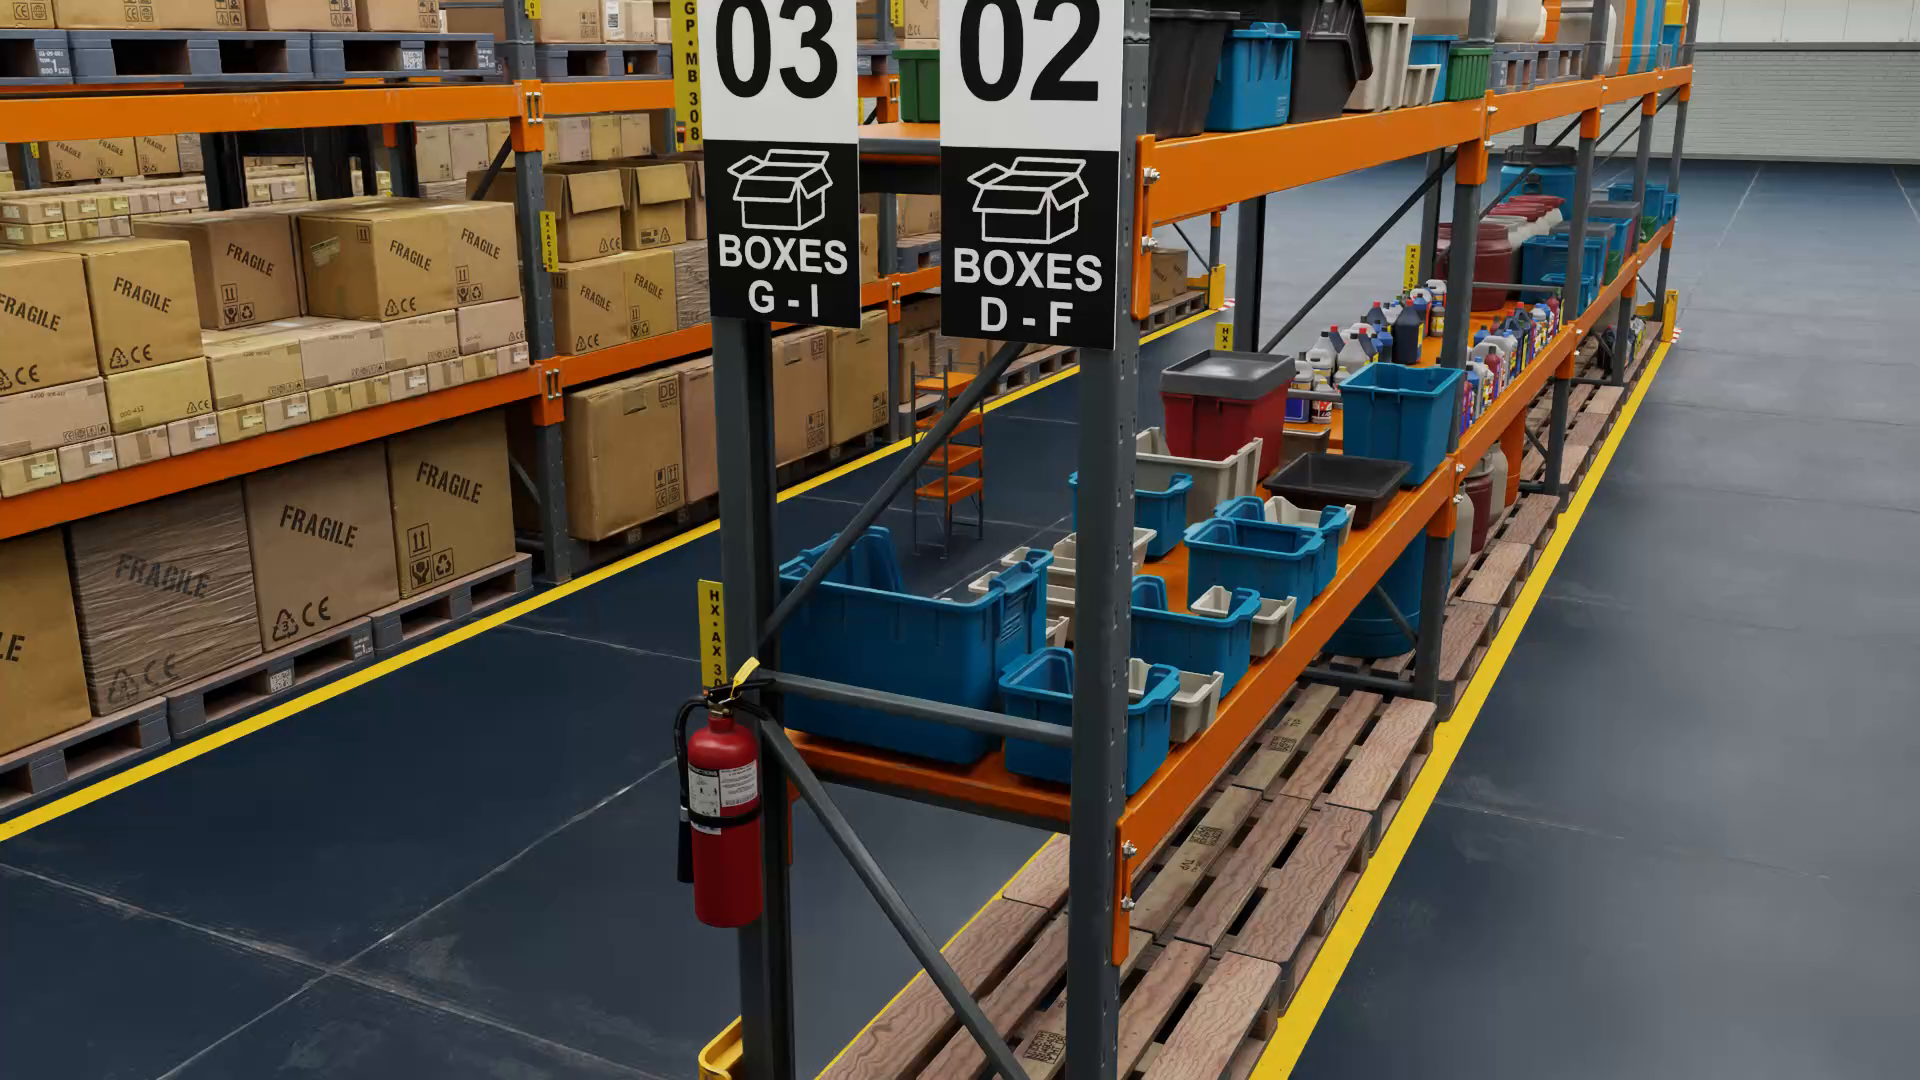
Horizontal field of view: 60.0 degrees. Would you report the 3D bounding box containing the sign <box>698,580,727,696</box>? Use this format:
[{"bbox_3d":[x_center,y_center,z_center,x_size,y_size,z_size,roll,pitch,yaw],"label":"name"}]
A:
[{"bbox_3d":[-0.597,0.259,4.097,0.100,0.325,0.005,8,18,25],"label":"sign"}]

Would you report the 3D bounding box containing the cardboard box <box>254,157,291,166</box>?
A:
[{"bbox_3d":[-8.253,-4.663,19.519,0.500,0.500,0.500,8,18,26],"label":"cardboard box"}]

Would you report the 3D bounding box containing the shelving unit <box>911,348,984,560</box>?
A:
[{"bbox_3d":[-0.074,-0.533,10.212,0.258,1.200,0.503,8,18,25],"label":"shelving unit"}]

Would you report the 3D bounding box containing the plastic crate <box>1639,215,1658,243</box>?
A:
[{"bbox_3d":[6.124,-2.862,15.263,0.450,0.188,0.662,8,18,25],"label":"plastic crate"}]

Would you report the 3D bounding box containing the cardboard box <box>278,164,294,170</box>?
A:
[{"bbox_3d":[-8.148,-4.394,19.753,0.380,0.149,0.250,8,18,24],"label":"cardboard box"}]

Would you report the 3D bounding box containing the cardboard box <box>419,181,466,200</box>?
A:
[{"bbox_3d":[-4.903,-3.049,15.347,0.500,0.500,0.500,8,18,26],"label":"cardboard box"}]

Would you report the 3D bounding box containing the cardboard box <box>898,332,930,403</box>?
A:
[{"bbox_3d":[-0.672,-1.450,13.757,0.700,0.500,0.500,7,18,22],"label":"cardboard box"}]

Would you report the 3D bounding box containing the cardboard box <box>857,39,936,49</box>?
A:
[{"bbox_3d":[-0.516,-3.718,12.769,0.500,0.250,0.500,8,19,26],"label":"cardboard box"}]

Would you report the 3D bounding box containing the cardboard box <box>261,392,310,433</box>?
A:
[{"bbox_3d":[-3.273,-0.614,7.764,0.380,0.149,0.250,8,19,26],"label":"cardboard box"}]

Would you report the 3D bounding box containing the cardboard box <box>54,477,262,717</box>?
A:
[{"bbox_3d":[-3.907,0.185,7.626,0.875,0.875,0.875,8,18,25],"label":"cardboard box"}]

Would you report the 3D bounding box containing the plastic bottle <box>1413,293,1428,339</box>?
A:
[{"bbox_3d":[2.766,-1.352,10.034,0.097,0.271,0.097,0,17,0],"label":"plastic bottle"}]

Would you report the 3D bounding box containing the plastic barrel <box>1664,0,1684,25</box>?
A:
[{"bbox_3d":[6.657,-5.095,16.074,0.600,0.588,0.600,0,17,0],"label":"plastic barrel"}]

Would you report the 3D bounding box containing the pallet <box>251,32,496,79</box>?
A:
[{"bbox_3d":[-3.116,-2.434,8.338,1.003,0.211,1.213,8,18,25],"label":"pallet"}]

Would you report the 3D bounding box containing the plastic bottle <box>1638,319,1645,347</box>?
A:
[{"bbox_3d":[6.487,-1.993,15.978,0.152,0.276,0.135,8,18,26],"label":"plastic bottle"}]

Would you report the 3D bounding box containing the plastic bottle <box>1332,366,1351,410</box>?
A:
[{"bbox_3d":[1.860,-0.744,8.109,0.097,0.201,0.097,0,17,0],"label":"plastic bottle"}]

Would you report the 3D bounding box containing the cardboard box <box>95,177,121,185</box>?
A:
[{"bbox_3d":[-9.188,-3.797,17.743,0.380,0.149,0.250,7,18,22],"label":"cardboard box"}]

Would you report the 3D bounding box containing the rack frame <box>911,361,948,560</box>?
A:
[{"bbox_3d":[-0.183,-0.471,10.002,0.240,1.200,0.015,8,18,25],"label":"rack frame"}]

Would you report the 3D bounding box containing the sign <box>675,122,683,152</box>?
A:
[{"bbox_3d":[-3.068,-4.391,18.144,0.100,0.325,0.005,8,18,25],"label":"sign"}]

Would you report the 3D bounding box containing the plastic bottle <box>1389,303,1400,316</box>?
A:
[{"bbox_3d":[2.506,-1.242,9.664,0.097,0.271,0.097,0,17,0],"label":"plastic bottle"}]

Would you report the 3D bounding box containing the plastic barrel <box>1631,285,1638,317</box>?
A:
[{"bbox_3d":[6.827,-2.503,17.317,0.421,0.512,0.421,0,17,0],"label":"plastic barrel"}]

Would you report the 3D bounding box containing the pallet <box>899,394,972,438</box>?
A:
[{"bbox_3d":[-0.603,-1.127,13.947,1.003,0.211,1.213,8,18,25],"label":"pallet"}]

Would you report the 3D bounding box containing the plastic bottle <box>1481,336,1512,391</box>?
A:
[{"bbox_3d":[2.755,-0.920,8.573,0.152,0.276,0.135,8,18,25],"label":"plastic bottle"}]

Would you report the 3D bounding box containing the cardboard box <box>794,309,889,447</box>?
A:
[{"bbox_3d":[-1.280,-1.274,12.540,1.225,0.875,0.875,7,18,23],"label":"cardboard box"}]

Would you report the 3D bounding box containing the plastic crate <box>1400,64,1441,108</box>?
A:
[{"bbox_3d":[1.462,-1.555,5.685,0.293,0.136,0.466,8,18,25],"label":"plastic crate"}]

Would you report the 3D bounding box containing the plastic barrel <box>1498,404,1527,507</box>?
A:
[{"bbox_3d":[3.274,-0.669,10.581,0.600,0.830,0.708,8,18,25],"label":"plastic barrel"}]

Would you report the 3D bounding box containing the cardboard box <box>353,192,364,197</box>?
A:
[{"bbox_3d":[-5.277,-2.893,14.177,0.380,0.149,0.250,9,19,27],"label":"cardboard box"}]

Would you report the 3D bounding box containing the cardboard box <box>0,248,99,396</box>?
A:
[{"bbox_3d":[-3.849,-0.872,6.617,0.500,0.500,0.500,8,18,24],"label":"cardboard box"}]

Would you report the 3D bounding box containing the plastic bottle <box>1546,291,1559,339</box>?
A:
[{"bbox_3d":[3.575,-1.362,10.048,0.061,0.283,0.133,8,18,25],"label":"plastic bottle"}]

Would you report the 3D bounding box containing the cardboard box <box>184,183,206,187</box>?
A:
[{"bbox_3d":[-5.851,-2.709,13.035,0.380,0.149,0.250,9,19,27],"label":"cardboard box"}]

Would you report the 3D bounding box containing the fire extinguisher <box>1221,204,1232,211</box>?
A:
[{"bbox_3d":[3.085,-4.236,19.653,0.296,0.674,0.183,8,18,25],"label":"fire extinguisher"}]

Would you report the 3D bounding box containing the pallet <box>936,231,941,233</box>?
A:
[{"bbox_3d":[-0.106,-2.682,14.623,1.003,0.211,1.213,8,18,25],"label":"pallet"}]

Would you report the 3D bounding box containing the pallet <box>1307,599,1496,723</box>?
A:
[{"bbox_3d":[2.072,0.530,8.369,1.003,0.211,1.213,8,18,25],"label":"pallet"}]

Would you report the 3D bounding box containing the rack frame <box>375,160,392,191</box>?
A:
[{"bbox_3d":[-5.346,-2.921,15.092,1.000,3.000,0.127,8,18,25],"label":"rack frame"}]

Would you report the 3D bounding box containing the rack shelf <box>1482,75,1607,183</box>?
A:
[{"bbox_3d":[2.584,-2.218,8.719,1.077,0.370,4.000,8,18,25],"label":"rack shelf"}]

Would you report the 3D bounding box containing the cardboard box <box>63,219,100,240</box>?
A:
[{"bbox_3d":[-6.431,-2.234,11.959,0.380,0.149,0.250,8,18,24],"label":"cardboard box"}]

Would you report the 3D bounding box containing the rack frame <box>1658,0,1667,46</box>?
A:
[{"bbox_3d":[5.265,-5.529,13.335,1.000,3.000,0.127,8,18,25],"label":"rack frame"}]

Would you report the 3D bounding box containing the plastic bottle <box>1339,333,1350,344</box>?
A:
[{"bbox_3d":[1.966,-0.919,8.568,0.152,0.276,0.135,8,18,25],"label":"plastic bottle"}]

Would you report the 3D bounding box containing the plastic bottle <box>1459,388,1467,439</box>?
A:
[{"bbox_3d":[2.236,-0.599,7.477,0.061,0.283,0.133,8,18,25],"label":"plastic bottle"}]

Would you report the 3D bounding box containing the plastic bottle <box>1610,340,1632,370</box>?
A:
[{"bbox_3d":[5.919,-1.670,14.889,0.152,0.276,0.135,9,19,27],"label":"plastic bottle"}]

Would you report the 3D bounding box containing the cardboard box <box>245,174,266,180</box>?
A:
[{"bbox_3d":[-6.076,-2.996,14.003,0.380,0.149,0.250,7,18,23],"label":"cardboard box"}]

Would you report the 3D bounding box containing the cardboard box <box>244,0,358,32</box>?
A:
[{"bbox_3d":[-3.281,-2.637,7.779,0.700,0.500,0.500,9,19,28],"label":"cardboard box"}]

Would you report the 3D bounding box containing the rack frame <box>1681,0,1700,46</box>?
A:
[{"bbox_3d":[7.052,-6.548,16.765,1.000,3.000,0.127,8,18,25],"label":"rack frame"}]

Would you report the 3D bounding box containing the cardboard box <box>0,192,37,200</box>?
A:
[{"bbox_3d":[-7.009,-2.464,12.211,0.380,0.149,0.250,7,18,24],"label":"cardboard box"}]

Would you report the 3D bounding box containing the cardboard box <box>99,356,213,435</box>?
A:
[{"bbox_3d":[-3.618,-0.646,7.173,0.500,0.250,0.500,7,18,24],"label":"cardboard box"}]

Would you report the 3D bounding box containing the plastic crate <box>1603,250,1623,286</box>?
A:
[{"bbox_3d":[4.739,-2.072,12.605,0.450,0.188,0.662,8,18,25],"label":"plastic crate"}]

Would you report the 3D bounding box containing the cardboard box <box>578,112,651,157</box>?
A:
[{"bbox_3d":[-3.775,-4.340,17.937,0.700,0.500,0.500,8,18,24],"label":"cardboard box"}]

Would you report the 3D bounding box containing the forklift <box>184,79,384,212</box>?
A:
[{"bbox_3d":[-4.545,-1.897,11.764,1.130,2.935,3.031,-1,17,-2],"label":"forklift"}]

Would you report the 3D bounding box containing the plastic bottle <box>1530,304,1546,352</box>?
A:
[{"bbox_3d":[3.333,-1.230,9.625,0.097,0.271,0.097,0,17,0],"label":"plastic bottle"}]

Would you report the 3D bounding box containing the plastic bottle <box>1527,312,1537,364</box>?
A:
[{"bbox_3d":[3.168,-1.130,9.266,0.061,0.283,0.133,8,18,25],"label":"plastic bottle"}]

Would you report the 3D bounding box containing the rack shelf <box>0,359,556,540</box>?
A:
[{"bbox_3d":[-3.634,-0.391,7.837,1.077,0.370,4.000,8,18,25],"label":"rack shelf"}]

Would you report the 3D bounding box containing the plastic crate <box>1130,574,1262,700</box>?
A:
[{"bbox_3d":[0.602,0.266,4.549,0.416,0.233,0.300,8,18,25],"label":"plastic crate"}]
